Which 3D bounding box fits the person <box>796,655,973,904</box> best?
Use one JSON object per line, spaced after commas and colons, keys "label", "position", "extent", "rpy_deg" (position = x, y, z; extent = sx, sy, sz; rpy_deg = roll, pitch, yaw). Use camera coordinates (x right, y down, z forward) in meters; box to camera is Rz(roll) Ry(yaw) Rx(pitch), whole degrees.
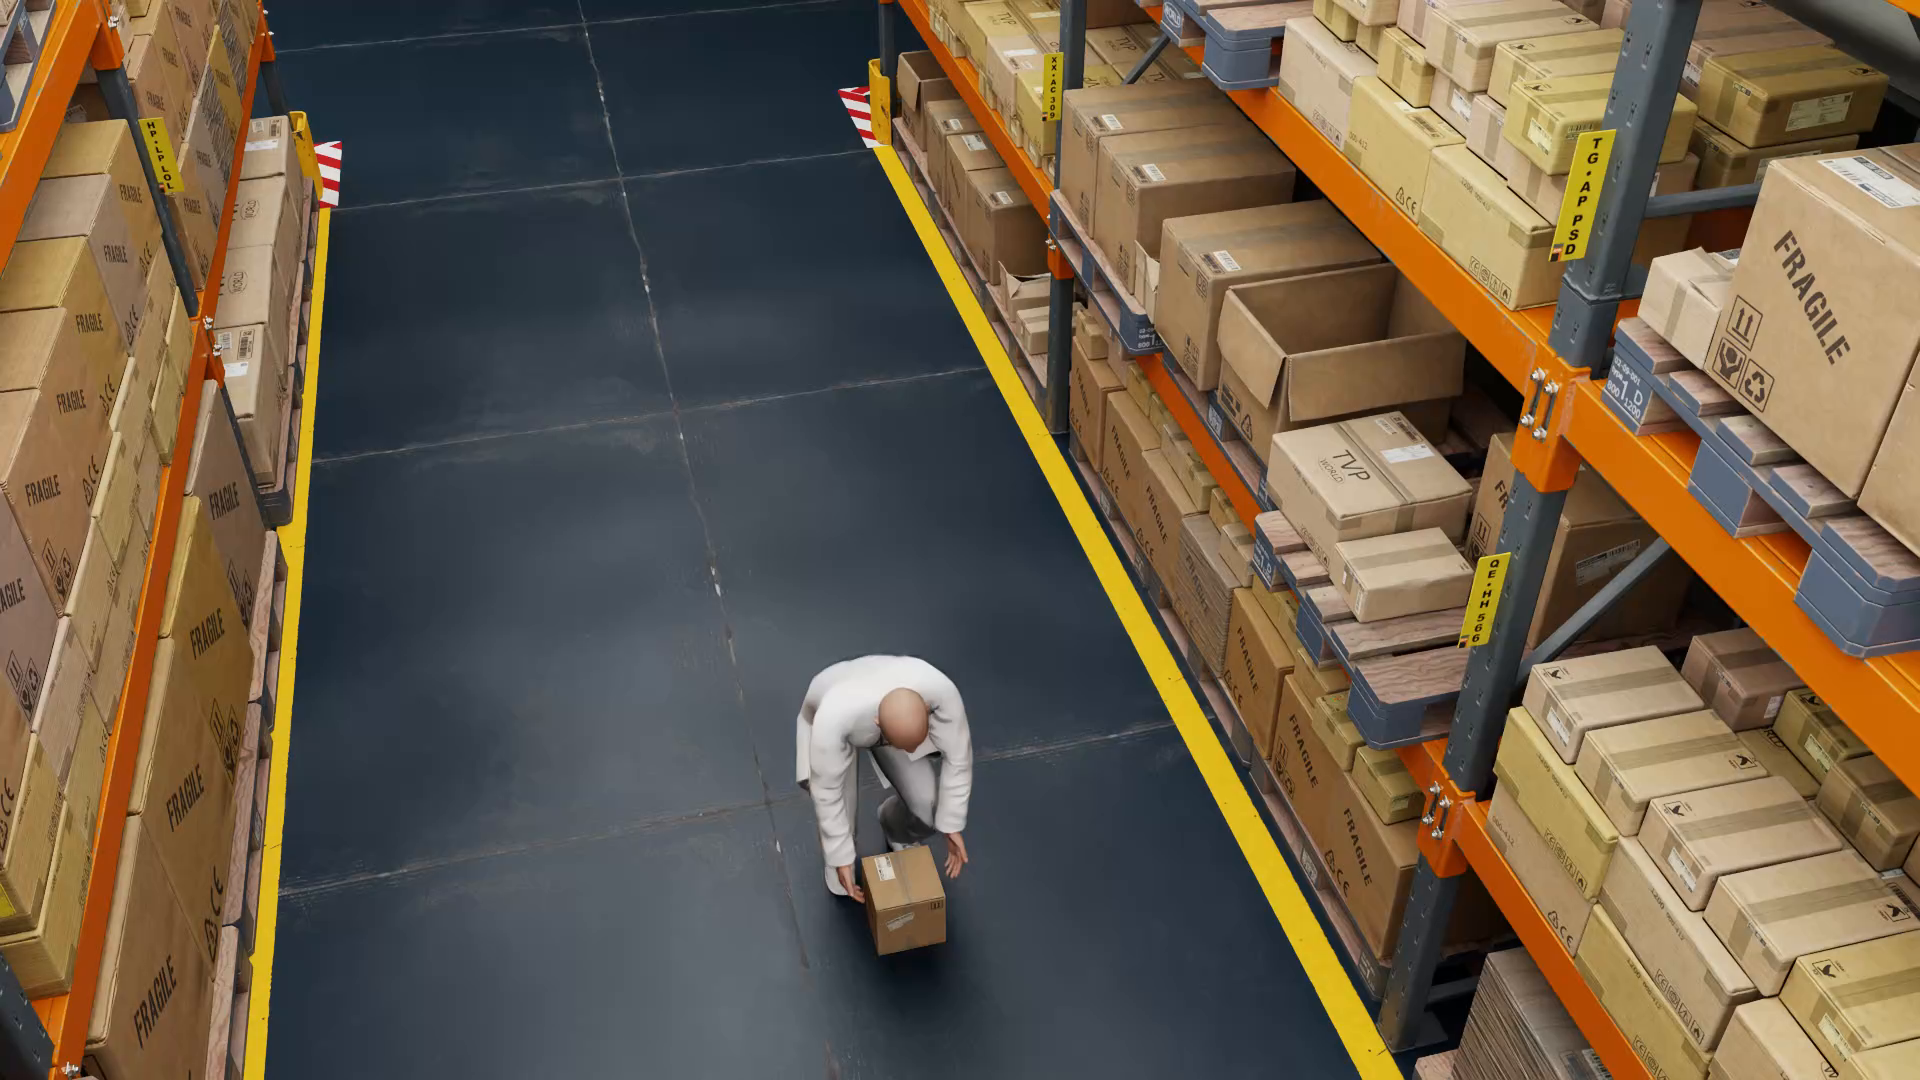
{"label": "person", "position": [-0.297, 0.826, 6.149], "extent": [0.627, 1.180, 0.822], "rpy_deg": [-9, 39, -12]}
